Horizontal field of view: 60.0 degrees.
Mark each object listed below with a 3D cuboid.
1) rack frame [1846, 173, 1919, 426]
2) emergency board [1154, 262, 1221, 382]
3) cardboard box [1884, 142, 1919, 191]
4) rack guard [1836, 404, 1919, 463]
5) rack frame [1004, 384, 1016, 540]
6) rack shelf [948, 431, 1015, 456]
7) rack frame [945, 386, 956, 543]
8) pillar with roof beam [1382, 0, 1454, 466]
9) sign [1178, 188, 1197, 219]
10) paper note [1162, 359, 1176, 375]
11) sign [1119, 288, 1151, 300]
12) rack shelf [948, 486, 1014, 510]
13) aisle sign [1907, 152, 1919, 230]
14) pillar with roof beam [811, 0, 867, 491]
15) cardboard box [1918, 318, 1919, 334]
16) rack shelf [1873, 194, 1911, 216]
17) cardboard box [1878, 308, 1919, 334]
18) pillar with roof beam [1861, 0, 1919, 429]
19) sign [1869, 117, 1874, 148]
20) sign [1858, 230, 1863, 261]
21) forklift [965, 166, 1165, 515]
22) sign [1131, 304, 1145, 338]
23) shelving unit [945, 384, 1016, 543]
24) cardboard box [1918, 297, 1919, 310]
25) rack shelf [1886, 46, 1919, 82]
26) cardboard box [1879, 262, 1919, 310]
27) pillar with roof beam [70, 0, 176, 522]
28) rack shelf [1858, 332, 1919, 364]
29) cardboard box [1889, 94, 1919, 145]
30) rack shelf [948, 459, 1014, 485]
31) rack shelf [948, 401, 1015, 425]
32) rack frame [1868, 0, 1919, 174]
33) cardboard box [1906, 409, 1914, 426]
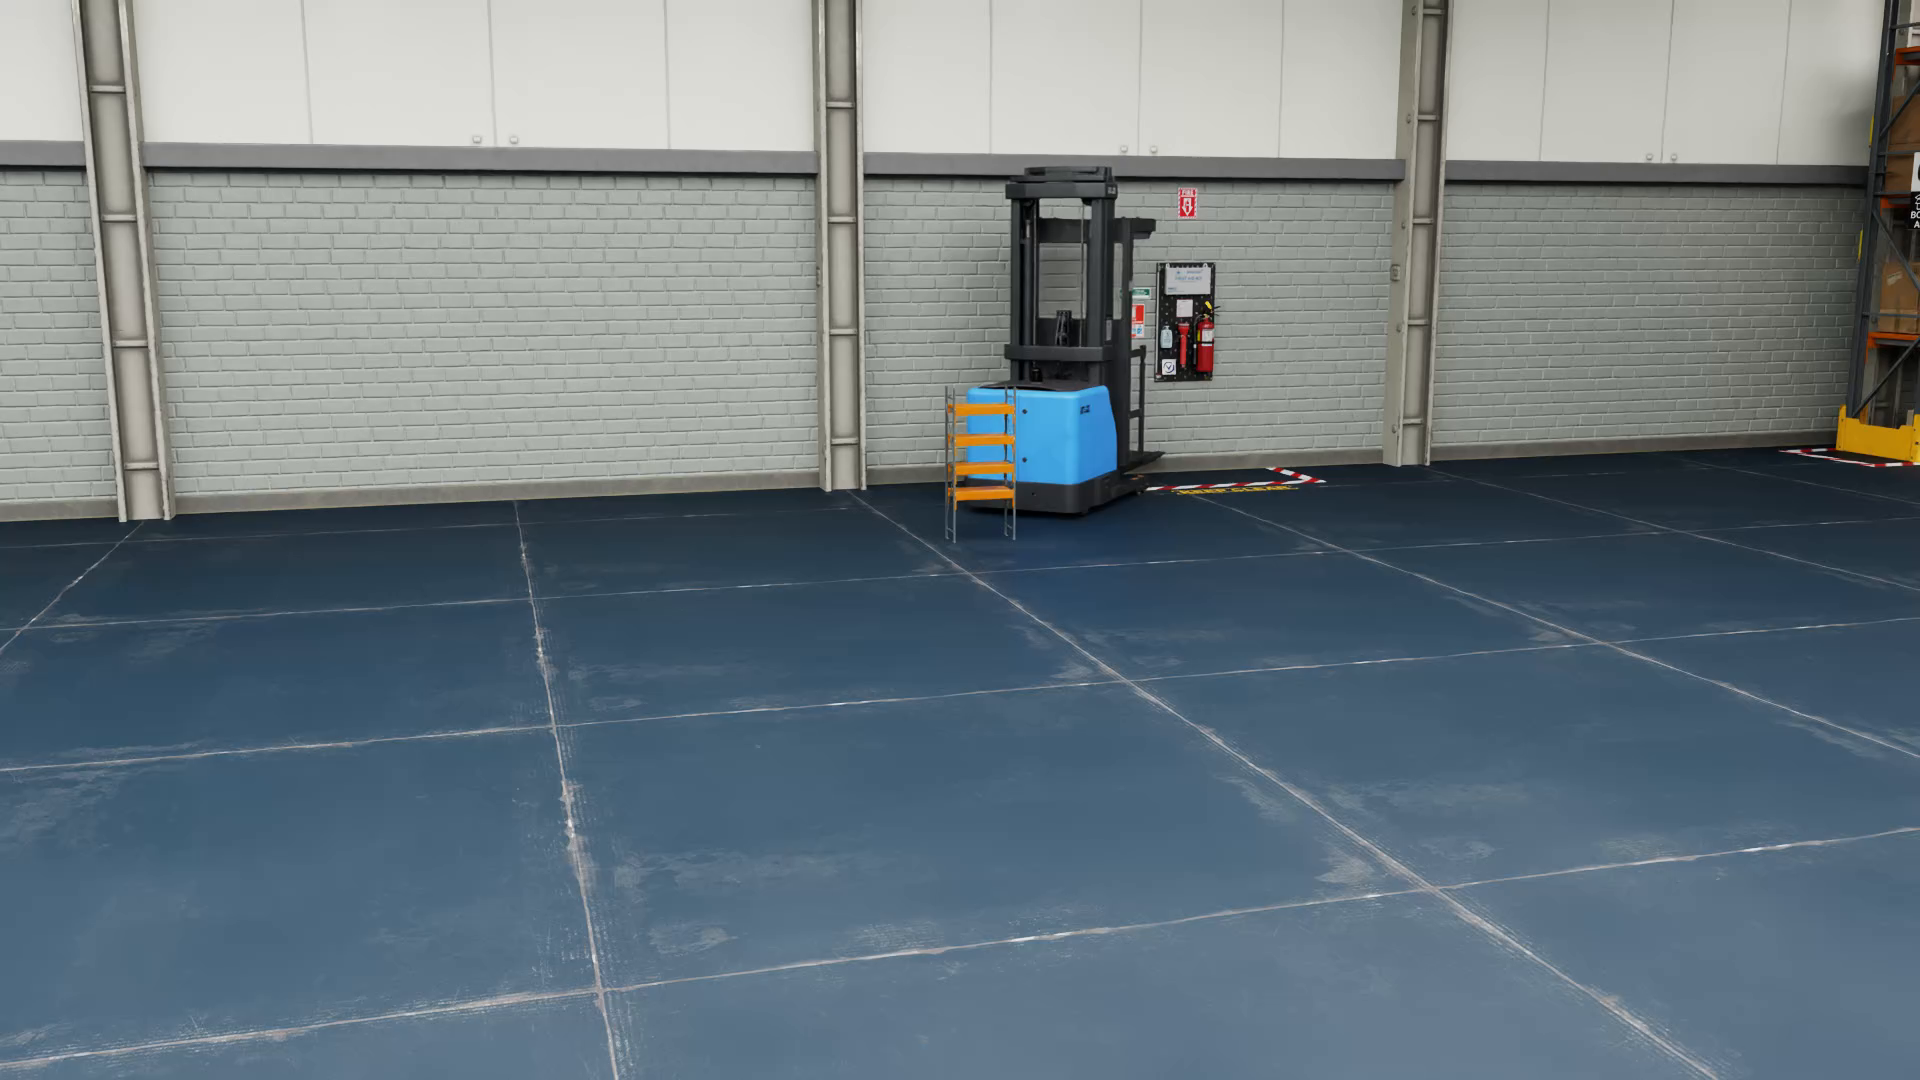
[{"bbox_3d":[9.984,-2.389,17.736,0.127,3.000,1.000,-3,11,-16],"label":"rack frame"},{"bbox_3d":[2.270,-2.152,16.453,0.643,1.169,0.194,-3,11,-16],"label":"emergency board"},{"bbox_3d":[10.314,-3.988,17.808,0.500,0.500,0.500,-2,11,-12],"label":"cardboard box"},{"bbox_3d":[10.057,-1.163,17.984,0.348,0.500,1.175,-3,11,-16],"label":"rack guard"},{"bbox_3d":[0.393,-0.611,13.050,0.015,1.200,0.240,-3,11,-16],"label":"rack frame"},{"bbox_3d":[0.159,-0.752,12.955,0.480,0.148,0.258,-3,11,-16],"label":"rack shelf"},{"bbox_3d":[-0.075,-0.586,12.916,0.015,1.200,0.240,-3,11,-16],"label":"rack frame"},{"bbox_3d":[5.857,-4.473,12.488,0.400,9.000,9.100,-3,11,-16],"label":"pillar with roof beam"},{"bbox_3d":[2.235,-3.309,16.335,0.199,0.298,0.001,-3,11,-16],"label":"sign"},{"bbox_3d":[2.081,-1.722,16.549,0.142,0.148,0.016,-3,11,-16],"label":"paper note"},{"bbox_3d":[1.717,-2.419,16.340,0.331,0.109,0.001,-3,11,-16],"label":"sign"},{"bbox_3d":[0.159,-0.337,13.031,0.480,0.148,0.258,-3,11,-16],"label":"rack shelf"},{"bbox_3d":[9.999,-3.611,17.198,0.004,0.787,0.394,-3,11,-16],"label":"aisle sign"},{"bbox_3d":[0.096,-4.169,10.839,0.400,9.000,9.100,-3,11,-16],"label":"pillar with roof beam"},{"bbox_3d":[10.542,-2.294,17.583,0.500,0.250,0.500,-3,11,-18],"label":"cardboard box"},{"bbox_3d":[11.905,-3.611,18.080,4.000,0.370,1.077,-3,11,-16],"label":"rack shelf"},{"bbox_3d":[10.379,-2.382,18.060,0.500,0.250,0.500,-3,11,-15],"label":"cardboard box"},{"bbox_3d":[11.618,-4.776,14.137,0.400,9.000,9.100,-3,11,-16],"label":"pillar with roof beam"},{"bbox_3d":[9.848,-4.397,17.914,0.005,0.325,0.100,-3,11,-16],"label":"sign"},{"bbox_3d":[9.848,-3.211,18.133,0.005,0.325,0.100,-3,11,-16],"label":"sign"},{"bbox_3d":[1.113,-1.876,15.143,1.130,2.935,3.031,5,11,24],"label":"forklift"},{"bbox_3d":[1.711,-2.160,16.395,0.234,0.329,0.001,-3,11,-16],"label":"sign"},{"bbox_3d":[0.159,-0.598,12.983,0.503,1.200,0.258,-3,11,-16],"label":"shelving unit"},{"bbox_3d":[10.527,-2.665,17.528,0.500,0.500,0.500,-3,11,-16],"label":"cardboard box"},{"bbox_3d":[11.905,-5.085,17.808,4.000,0.370,1.077,-3,11,-16],"label":"rack shelf"},{"bbox_3d":[10.377,-2.754,18.011,0.500,0.500,0.500,-3,11,-17],"label":"cardboard box"},{"bbox_3d":[-5.665,-3.866,9.189,0.400,9.000,9.100,-3,11,-16],"label":"pillar with roof beam"},{"bbox_3d":[11.905,-2.136,18.351,4.000,0.370,1.077,-3,11,-16],"label":"rack shelf"},{"bbox_3d":[10.325,-4.482,17.729,0.500,0.500,0.500,-3,11,-13],"label":"cardboard box"},{"bbox_3d":[0.159,-0.532,12.996,0.480,0.148,0.258,-3,11,-16],"label":"rack shelf"},{"bbox_3d":[0.159,-0.985,12.912,0.480,0.148,0.258,-3,11,-16],"label":"rack shelf"},{"bbox_3d":[9.984,-5.339,17.193,0.127,3.000,1.000,-3,11,-16],"label":"rack frame"},{"bbox_3d":[10.674,-1.302,18.045,0.500,0.311,0.500,-4,11,-22],"label":"cardboard box"}]
